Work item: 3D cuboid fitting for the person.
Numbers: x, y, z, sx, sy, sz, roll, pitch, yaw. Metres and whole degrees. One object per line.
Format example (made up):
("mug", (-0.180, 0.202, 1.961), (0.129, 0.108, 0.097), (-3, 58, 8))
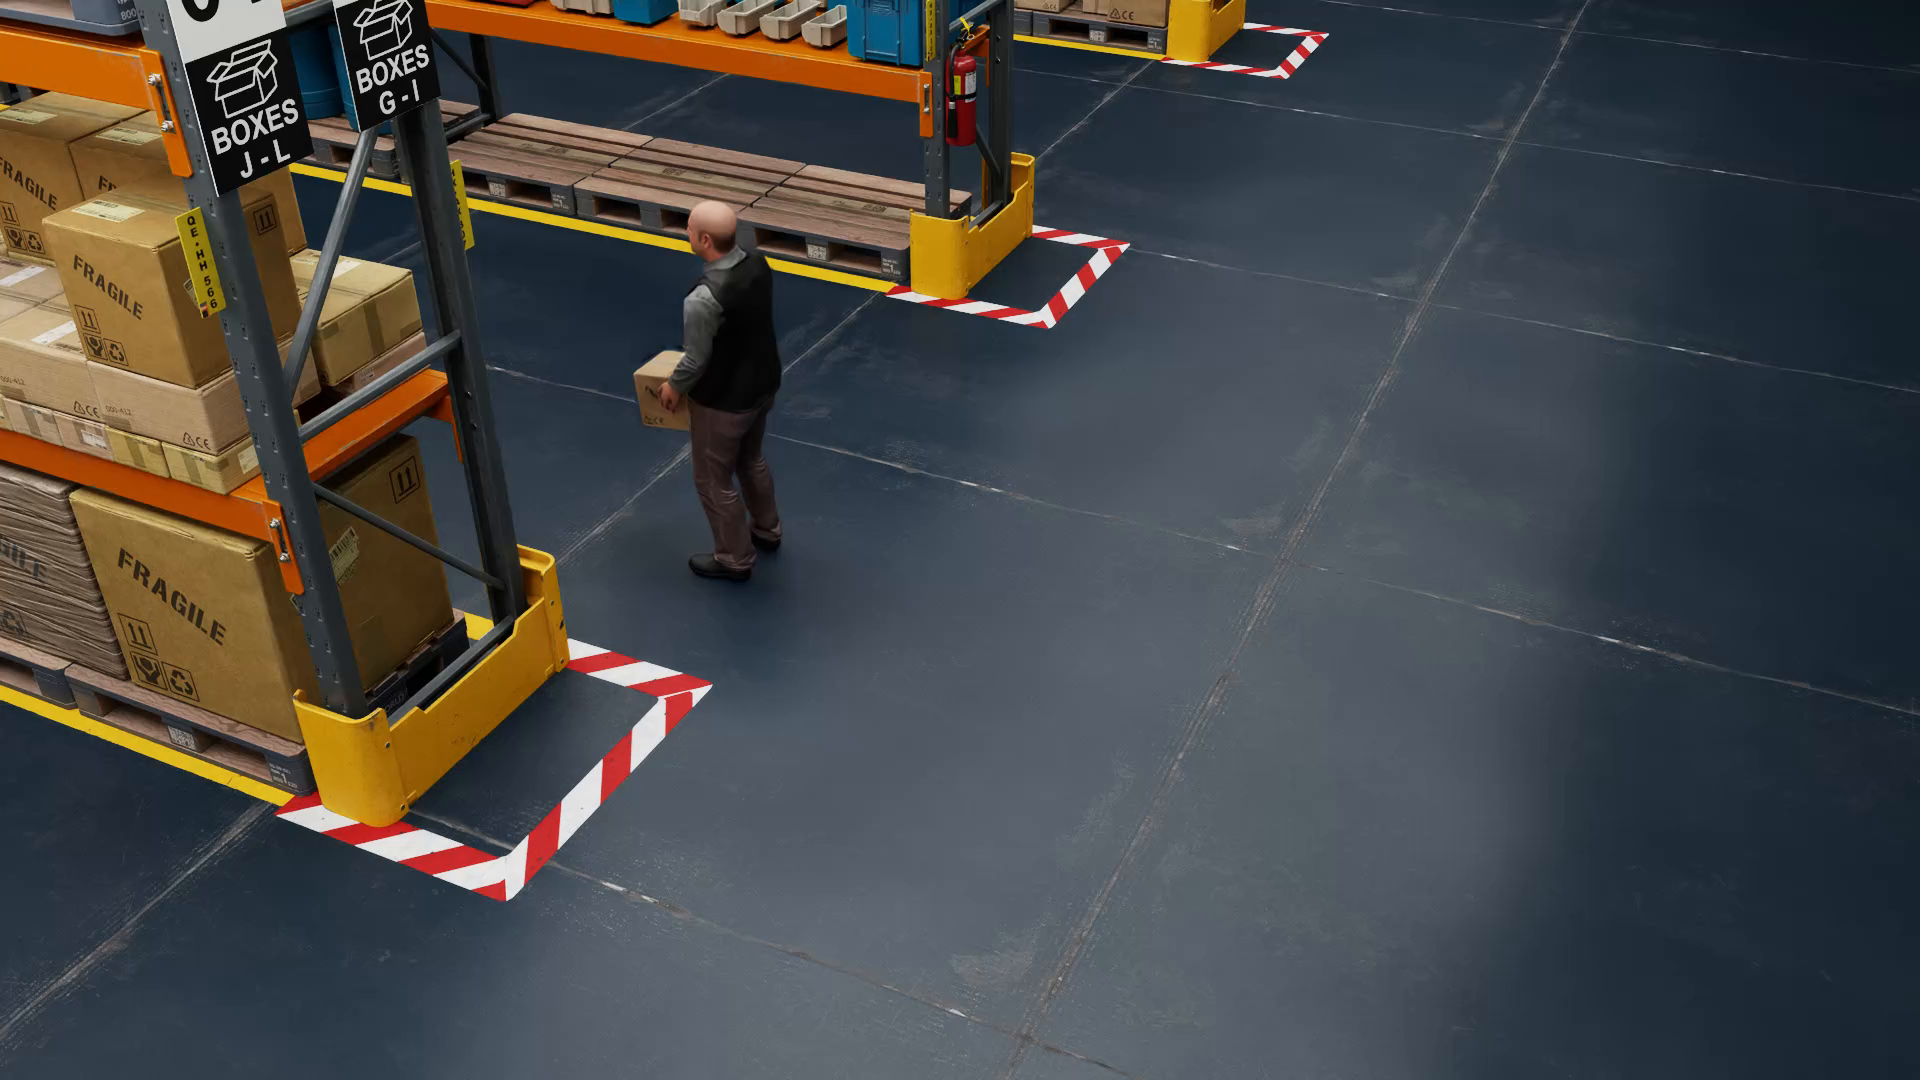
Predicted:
("person", (-1.013, -0.633, 7.115), (0.482, 1.728, 0.544), (14, 36, 20))
